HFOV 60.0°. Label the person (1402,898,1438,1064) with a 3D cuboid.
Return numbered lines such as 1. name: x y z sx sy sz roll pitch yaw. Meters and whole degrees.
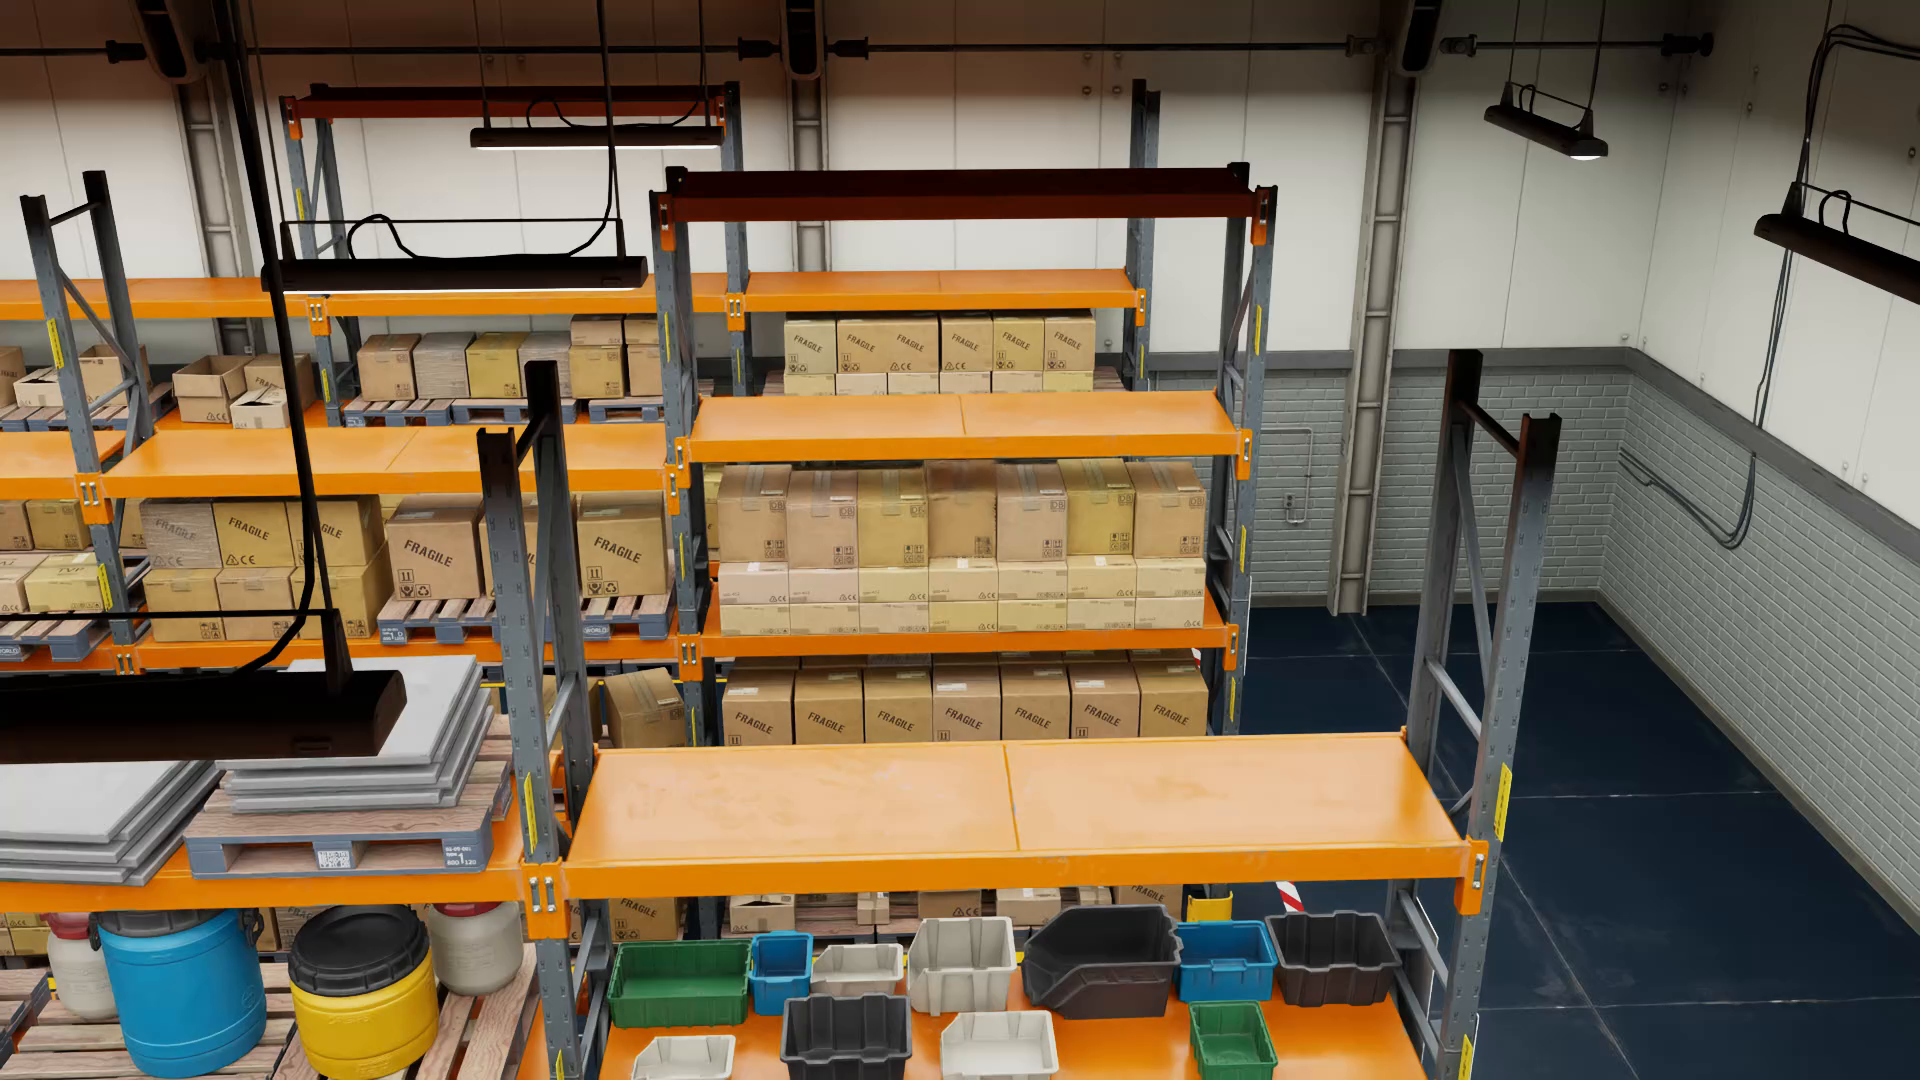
1. person: 0.702 5.924 2.382 9.686 3.209 10.848 -12 25 -27
